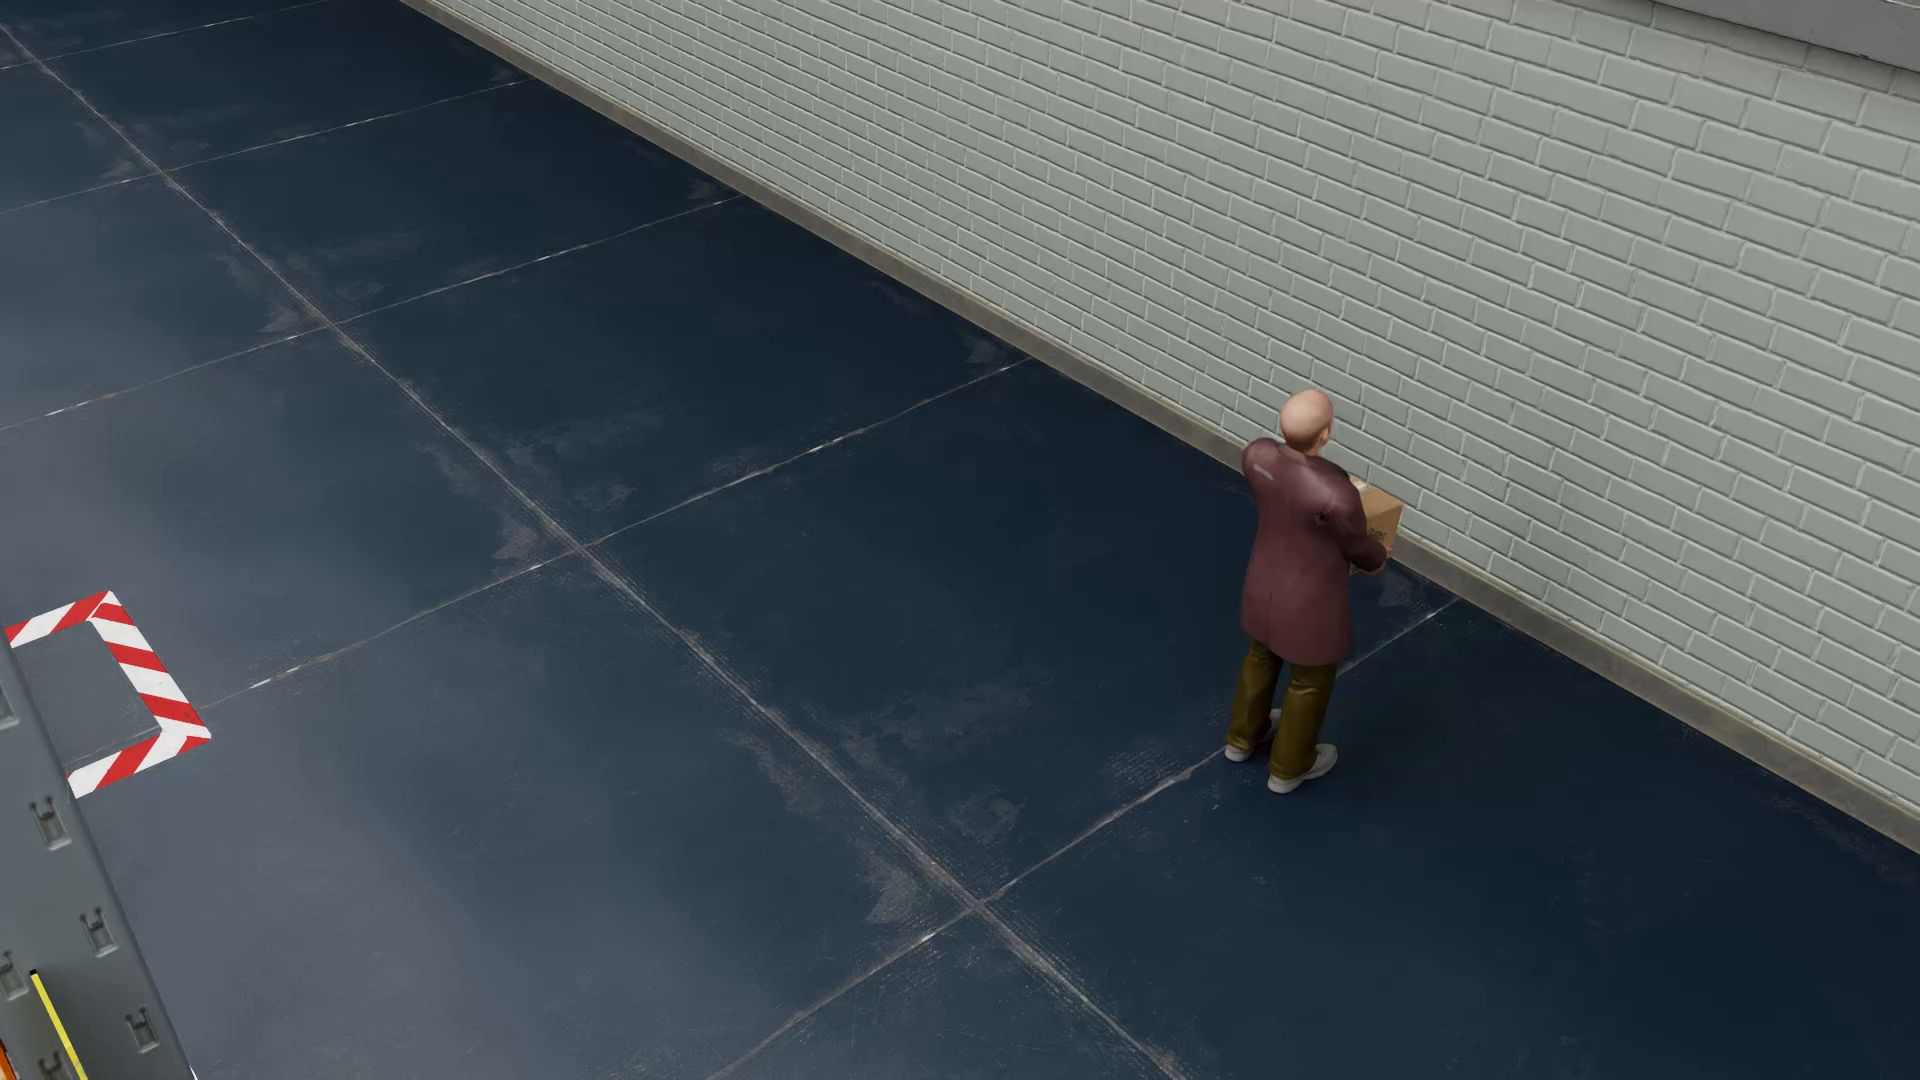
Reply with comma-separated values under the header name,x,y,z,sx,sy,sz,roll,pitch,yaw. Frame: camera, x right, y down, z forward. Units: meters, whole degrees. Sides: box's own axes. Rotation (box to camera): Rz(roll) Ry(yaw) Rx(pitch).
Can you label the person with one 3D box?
name,x,y,z,sx,sy,sz,roll,pitch,yaw
person,1.373,0.150,6.453,0.558,1.773,0.529,-25,43,-31
